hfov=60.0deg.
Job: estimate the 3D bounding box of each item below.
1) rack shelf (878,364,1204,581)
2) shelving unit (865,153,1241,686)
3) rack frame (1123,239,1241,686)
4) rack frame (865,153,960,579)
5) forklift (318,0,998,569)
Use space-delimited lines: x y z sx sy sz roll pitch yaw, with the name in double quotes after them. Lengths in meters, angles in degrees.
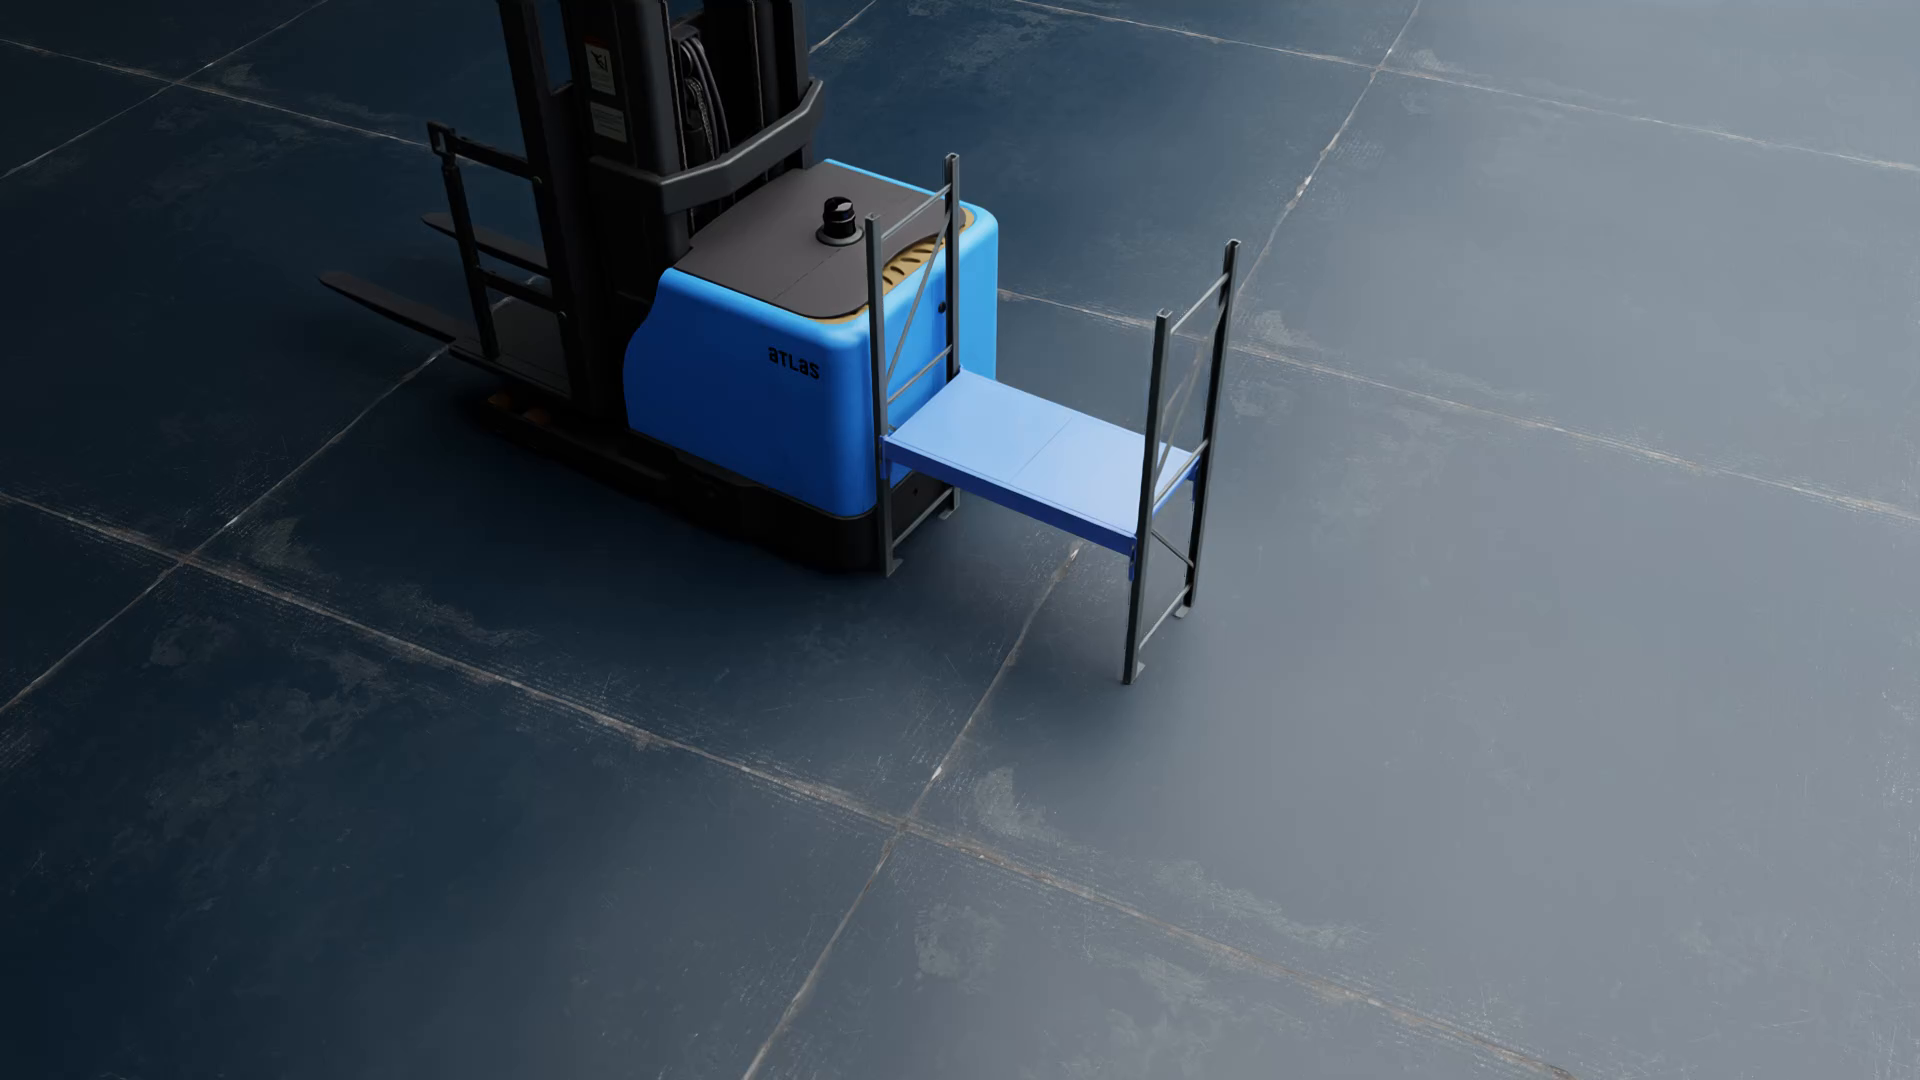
0.280 -0.252 5.720 1.000 0.185 0.538 23 46 24 "rack shelf"
0.280 -0.388 5.602 1.048 1.500 0.538 23 46 24 "shelving unit"
0.708 -0.209 5.395 0.032 1.500 0.500 23 46 24 "rack frame"
-0.149 -0.567 5.809 0.032 1.500 0.500 23 46 24 "rack frame"
-1.364 -1.742 6.072 3.031 2.935 1.130 23 46 24 "forklift"
